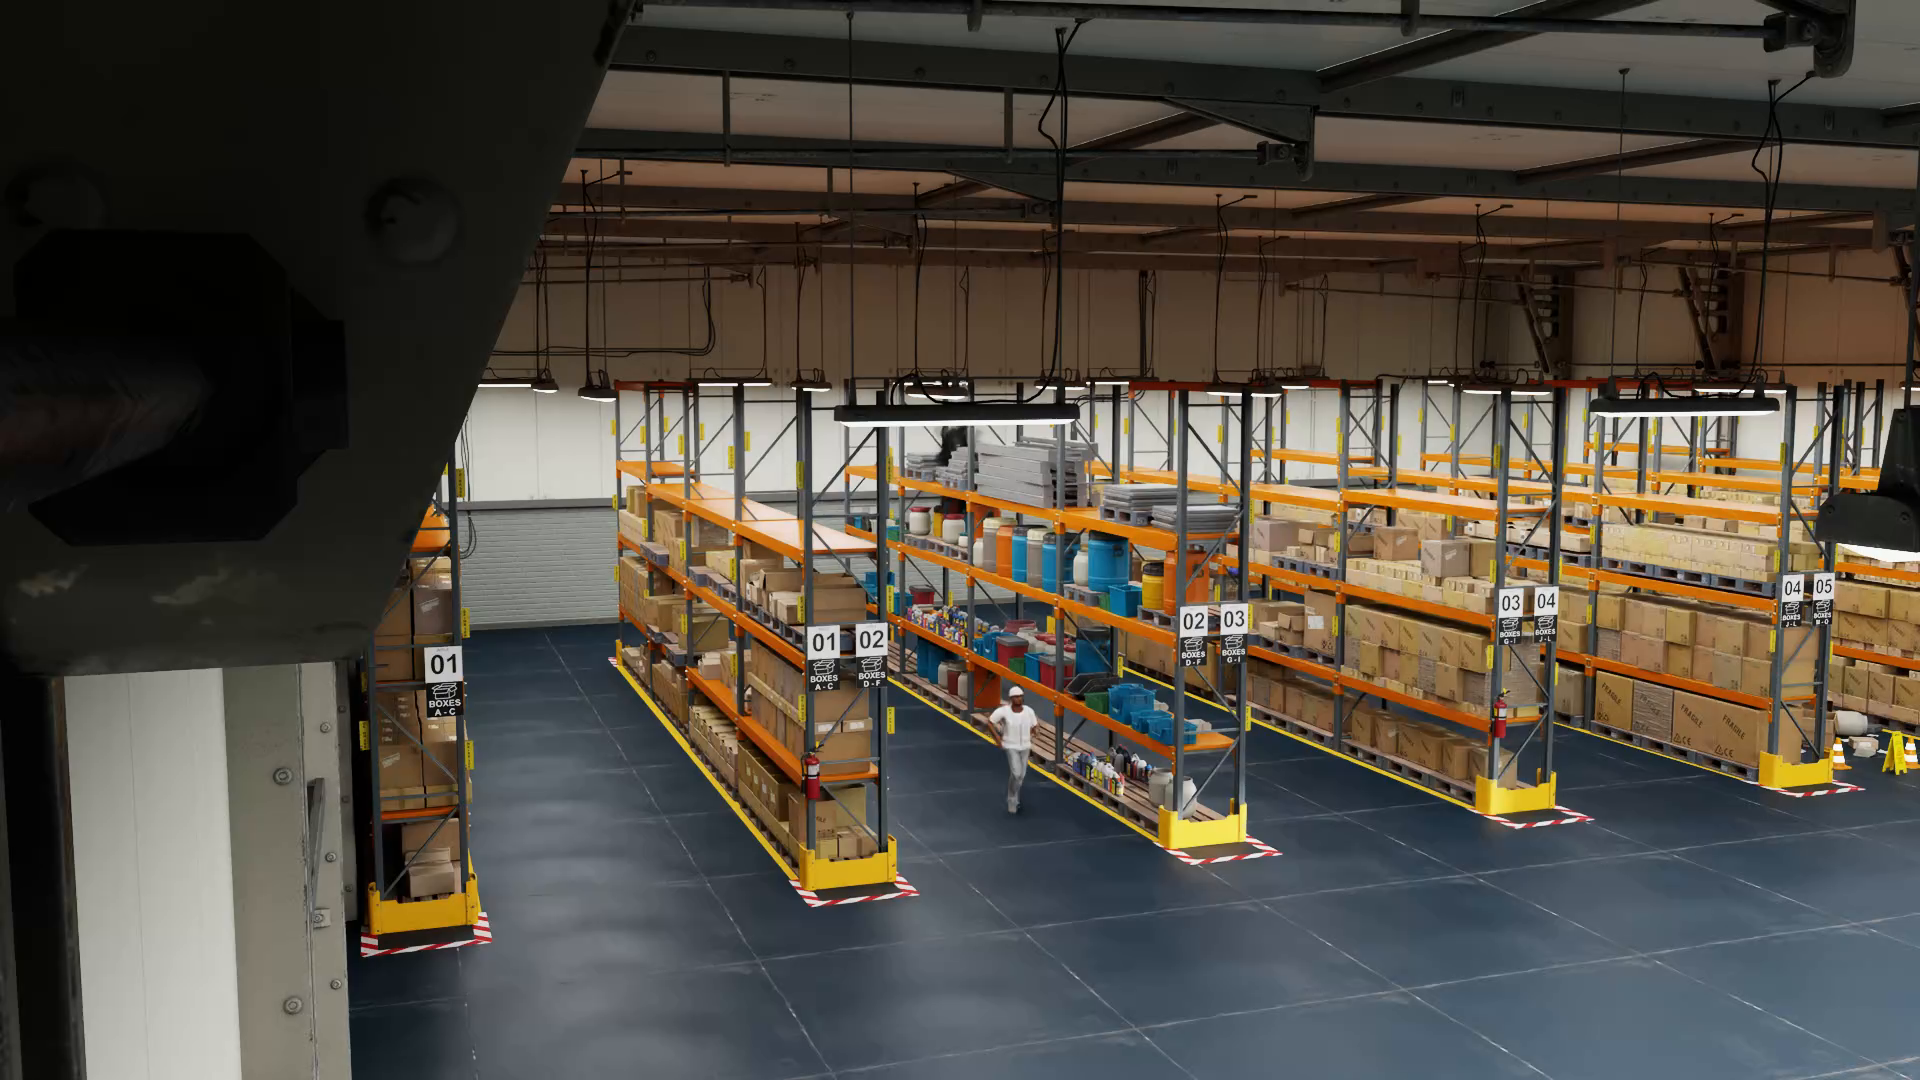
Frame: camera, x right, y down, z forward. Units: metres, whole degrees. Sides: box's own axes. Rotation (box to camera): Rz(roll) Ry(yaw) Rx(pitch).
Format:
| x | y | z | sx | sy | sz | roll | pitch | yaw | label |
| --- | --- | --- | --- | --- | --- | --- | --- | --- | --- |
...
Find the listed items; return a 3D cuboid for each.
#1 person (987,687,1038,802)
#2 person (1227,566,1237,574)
| x | y | z | sx | sy | sz | roll | pitch | yaw | label |
| --- | --- | --- | --- | --- | --- | --- | --- | --- | --- |
| 0.809 | 2.903 | 23.529 | 0.675 | 1.656 | 0.689 | -3 | 7 | -24 | person |
| 6.617 | 1.270 | 41.394 | 0.498 | 1.366 | 0.653 | 0 | 6 | 3 | person |
